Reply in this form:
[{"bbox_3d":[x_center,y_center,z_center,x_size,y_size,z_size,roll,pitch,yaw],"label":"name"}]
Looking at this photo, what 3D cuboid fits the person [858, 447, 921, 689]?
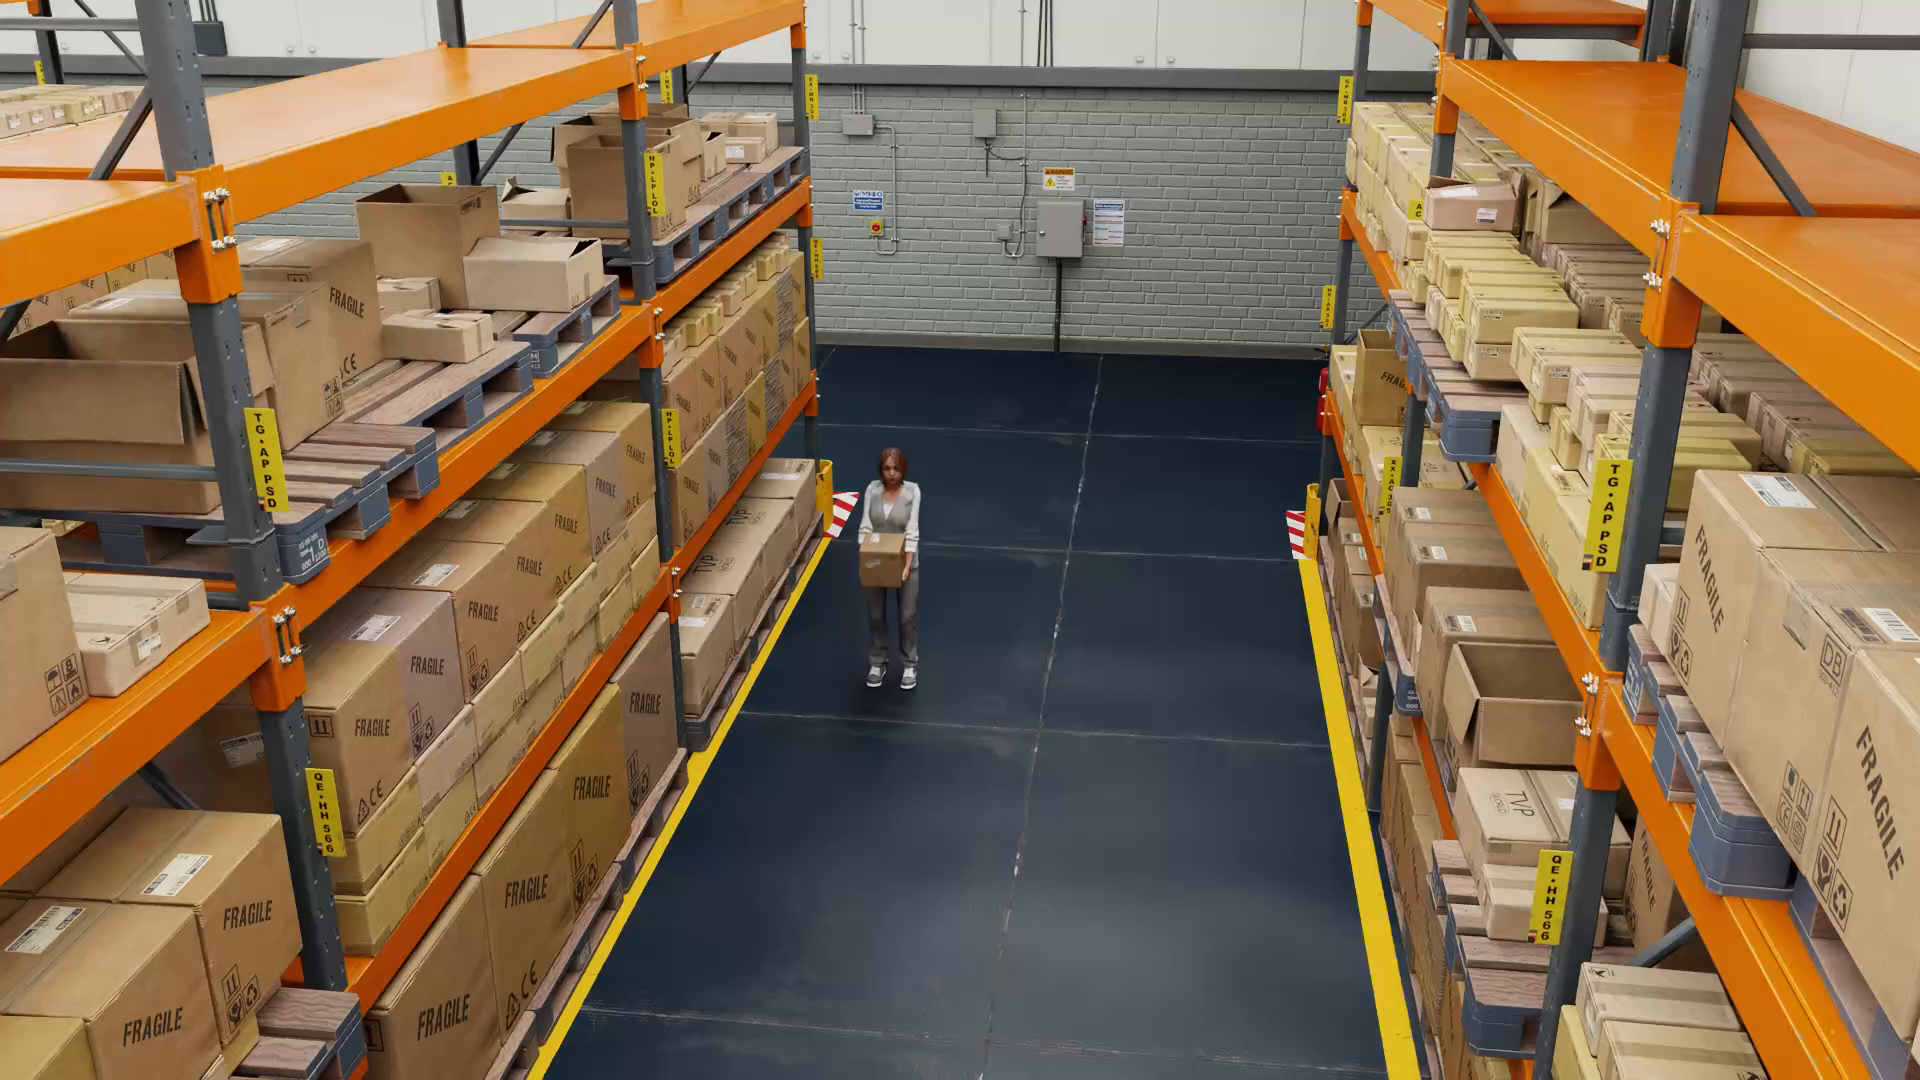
[{"bbox_3d":[-0.446,0.208,10.577,0.385,1.598,0.498,3,22,7],"label":"person"}]
